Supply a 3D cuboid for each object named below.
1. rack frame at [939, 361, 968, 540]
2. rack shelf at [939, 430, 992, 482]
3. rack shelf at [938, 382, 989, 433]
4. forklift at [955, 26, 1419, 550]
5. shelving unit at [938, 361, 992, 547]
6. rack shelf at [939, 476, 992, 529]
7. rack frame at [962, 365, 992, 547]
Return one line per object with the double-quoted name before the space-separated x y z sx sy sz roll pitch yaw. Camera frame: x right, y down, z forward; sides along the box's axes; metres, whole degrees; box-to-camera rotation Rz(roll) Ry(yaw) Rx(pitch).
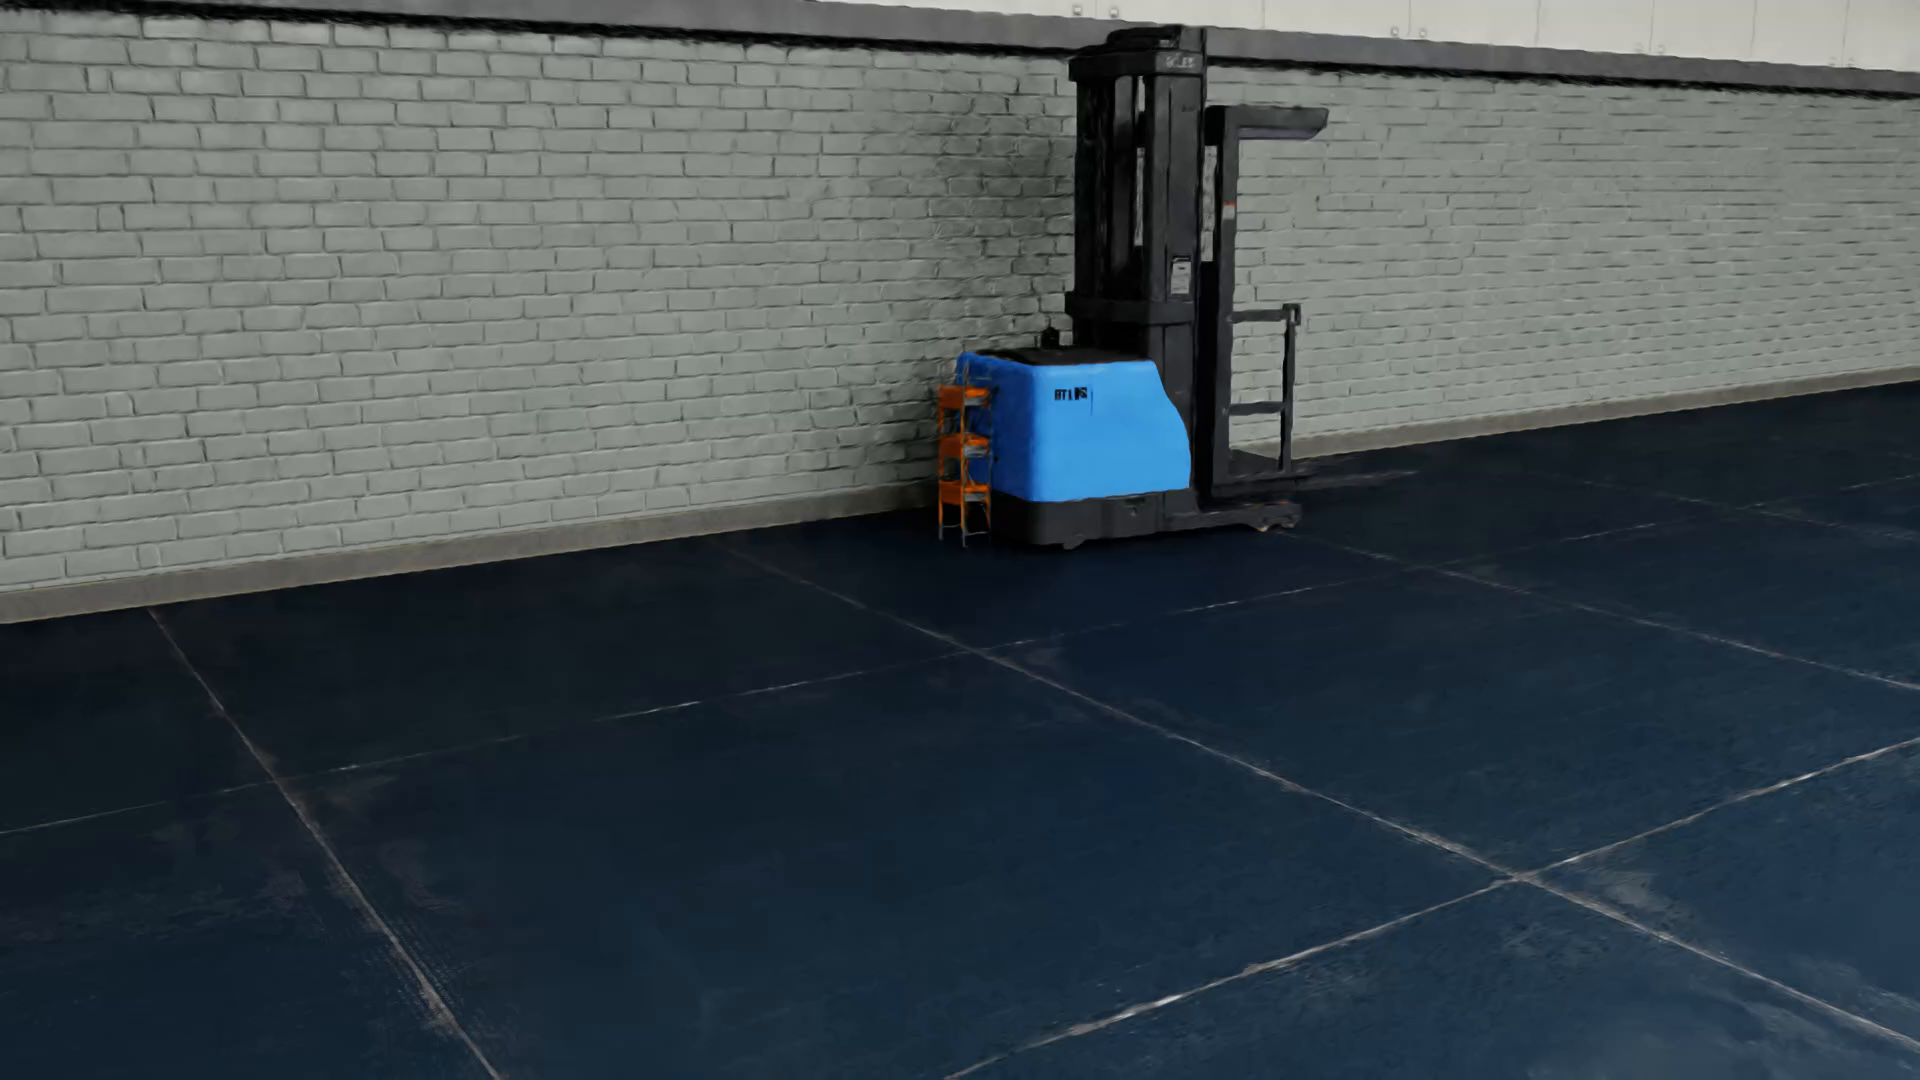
"rack frame" -0.038 -0.525 9.805 0.200 1.050 0.008 -8 15 -33
"rack shelf" 0.030 -0.493 9.708 0.215 0.259 0.240 -8 15 -33
"rack shelf" 0.030 -0.770 9.648 0.215 0.259 0.240 -8 15 -33
"forklift" 1.514 -1.575 10.204 3.031 2.935 1.130 -6 14 -27
"shelving unit" 0.030 -0.503 9.706 0.215 1.050 0.252 -8 15 -33
"rack shelf" 0.030 -0.222 9.768 0.215 0.259 0.240 -8 15 -33
"rack frame" 0.097 -0.482 9.607 0.200 1.050 0.008 -8 15 -33
